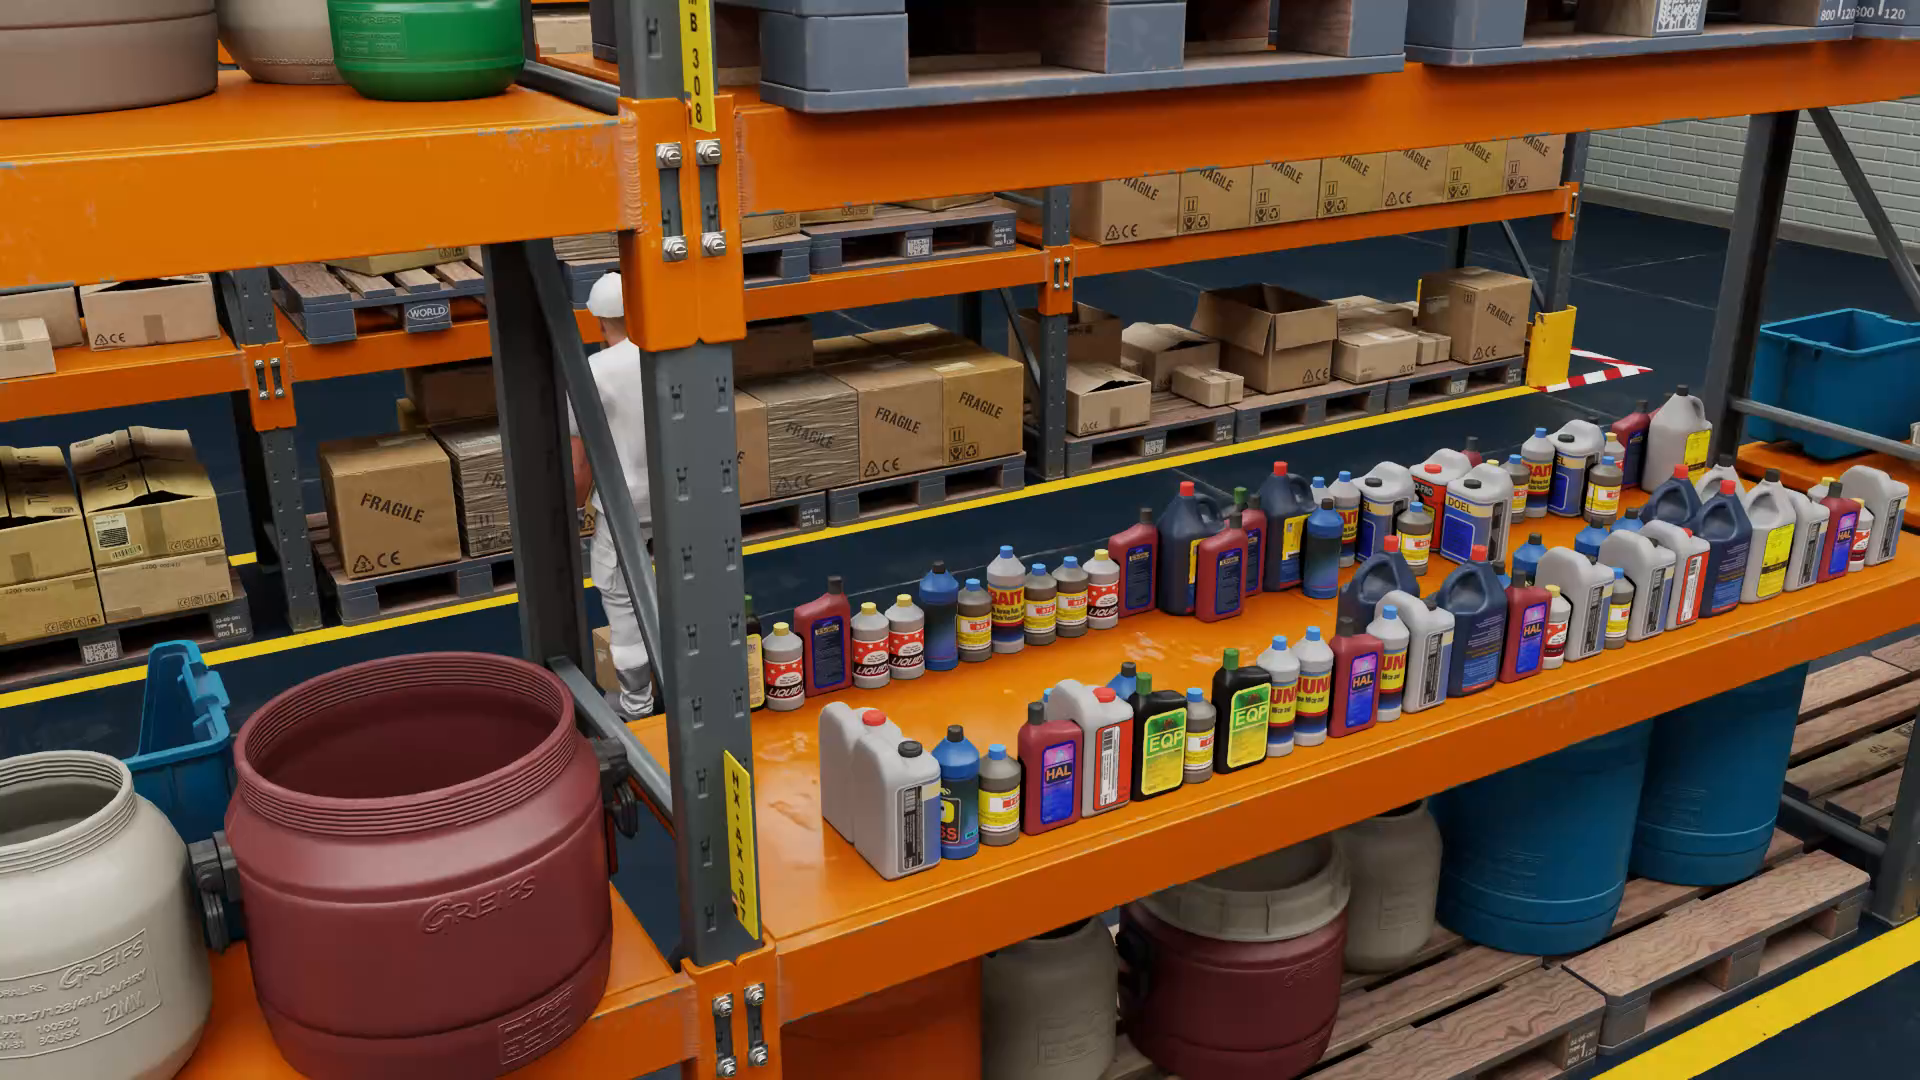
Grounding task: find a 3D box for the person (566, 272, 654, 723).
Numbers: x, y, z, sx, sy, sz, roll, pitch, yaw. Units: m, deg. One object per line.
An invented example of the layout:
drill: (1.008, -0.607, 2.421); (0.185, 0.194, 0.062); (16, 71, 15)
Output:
person: (-1.227, -0.141, 6.421); (0.609, 1.780, 0.448); (-12, 25, -28)
